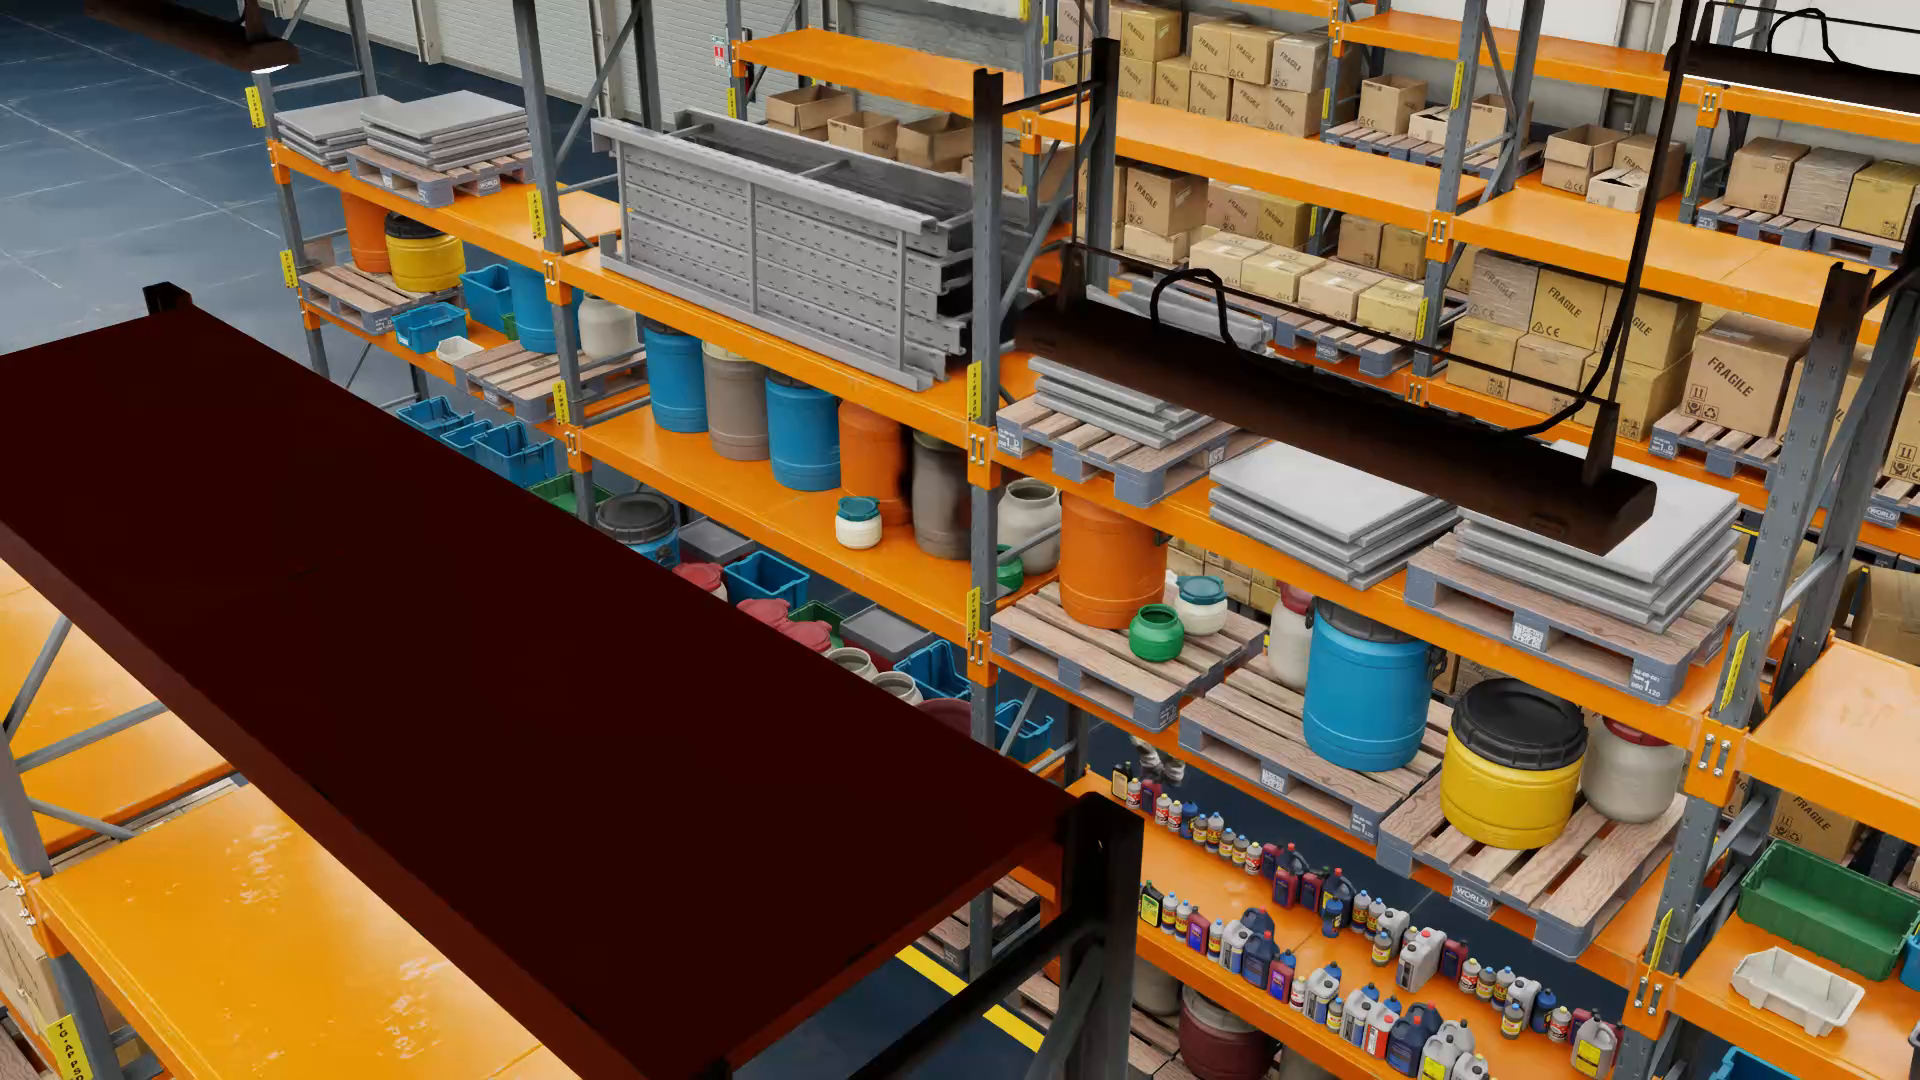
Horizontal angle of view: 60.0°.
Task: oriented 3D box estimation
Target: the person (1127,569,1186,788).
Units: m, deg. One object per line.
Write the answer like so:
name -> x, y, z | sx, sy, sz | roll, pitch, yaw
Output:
person -> 1.405, 0.990, 12.122 | 0.642, 1.813, 0.648 | 23, 37, 35
